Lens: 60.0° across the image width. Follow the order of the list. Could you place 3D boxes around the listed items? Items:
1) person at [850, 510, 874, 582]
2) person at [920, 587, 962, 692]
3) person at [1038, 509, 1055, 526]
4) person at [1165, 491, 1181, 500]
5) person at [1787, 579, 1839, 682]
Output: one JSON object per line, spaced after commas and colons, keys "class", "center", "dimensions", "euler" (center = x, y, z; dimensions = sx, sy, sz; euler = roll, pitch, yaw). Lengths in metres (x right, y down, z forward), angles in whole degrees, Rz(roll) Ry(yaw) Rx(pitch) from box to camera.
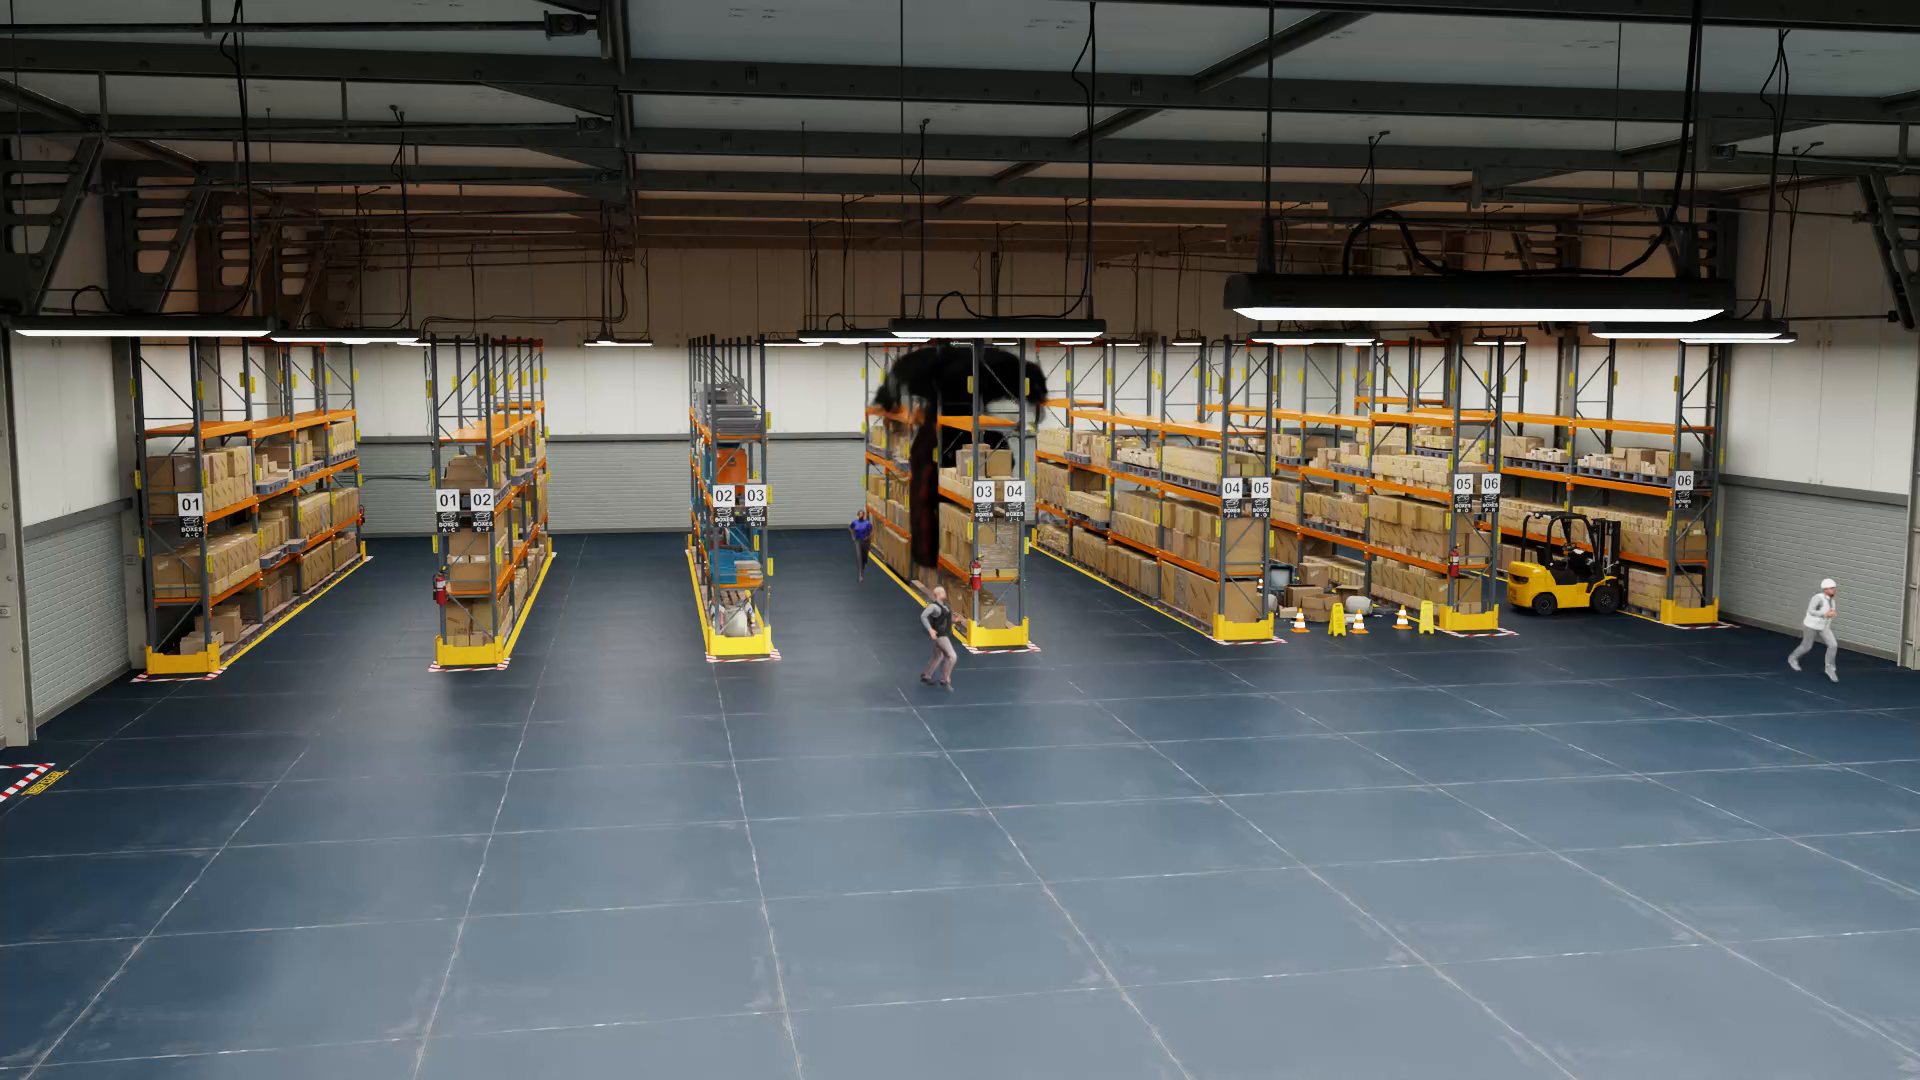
{"class": "person", "center": [-2.337, 0.108, 39.496], "dimensions": [0.525, 1.669, 1.075], "euler": [-1, 7, -12]}
{"class": "person", "center": [-0.328, 1.673, 27.991], "dimensions": [0.756, 1.783, 0.627], "euler": [1, 7, 13]}
{"class": "person", "center": [2.638, -0.878, 50.083], "dimensions": [0.837, 1.787, 0.729], "euler": [-4, 8, -34]}
{"class": "person", "center": [6.628, -1.052, 51.678], "dimensions": [0.754, 1.739, 0.652], "euler": [-4, 8, -31]}
{"class": "person", "center": [14.949, 1.537, 29.077], "dimensions": [0.657, 1.787, 1.013], "euler": [-2, 7, -19]}
